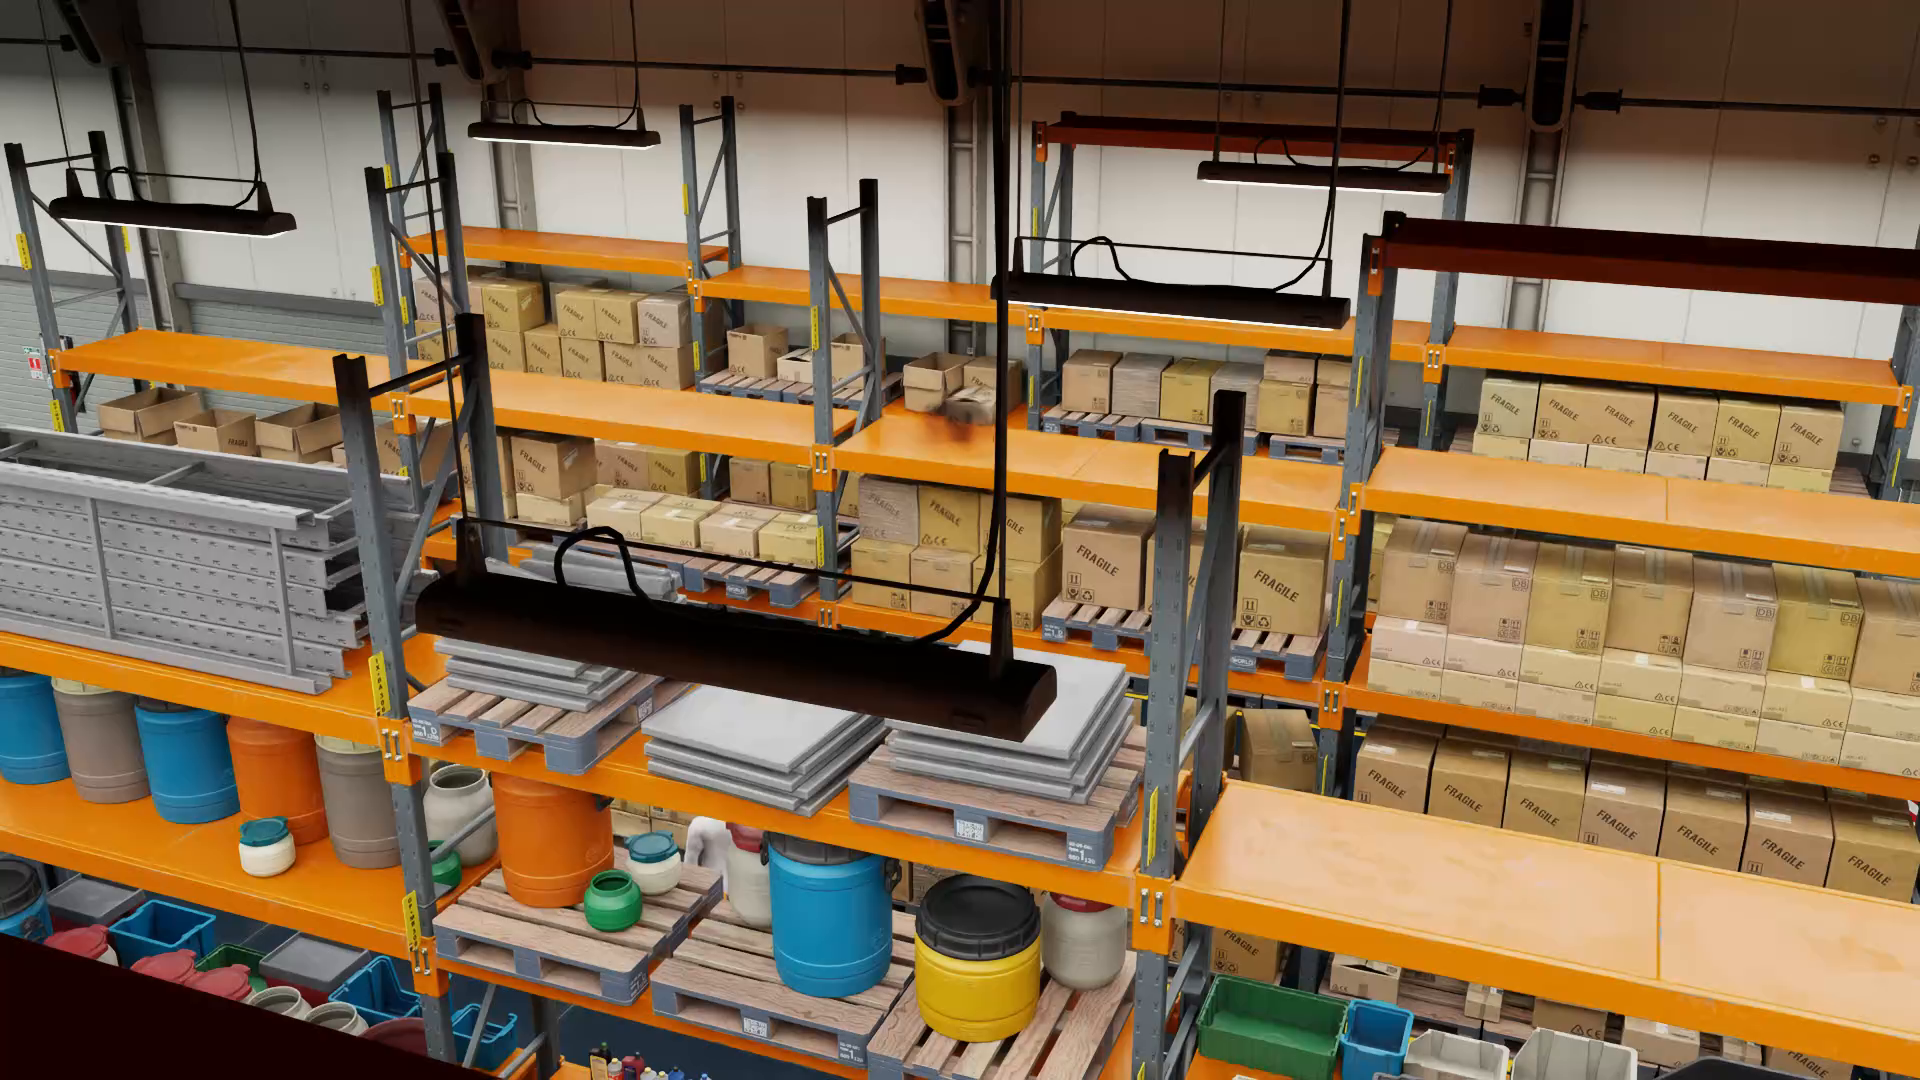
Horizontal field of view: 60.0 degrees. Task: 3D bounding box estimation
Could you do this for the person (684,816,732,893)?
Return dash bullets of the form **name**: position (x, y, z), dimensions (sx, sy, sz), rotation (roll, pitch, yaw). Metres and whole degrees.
- **person**: position (-1.814, 2.668, 12.891), dimensions (0.690, 1.791, 0.403), rotation (1, 21, 1)
